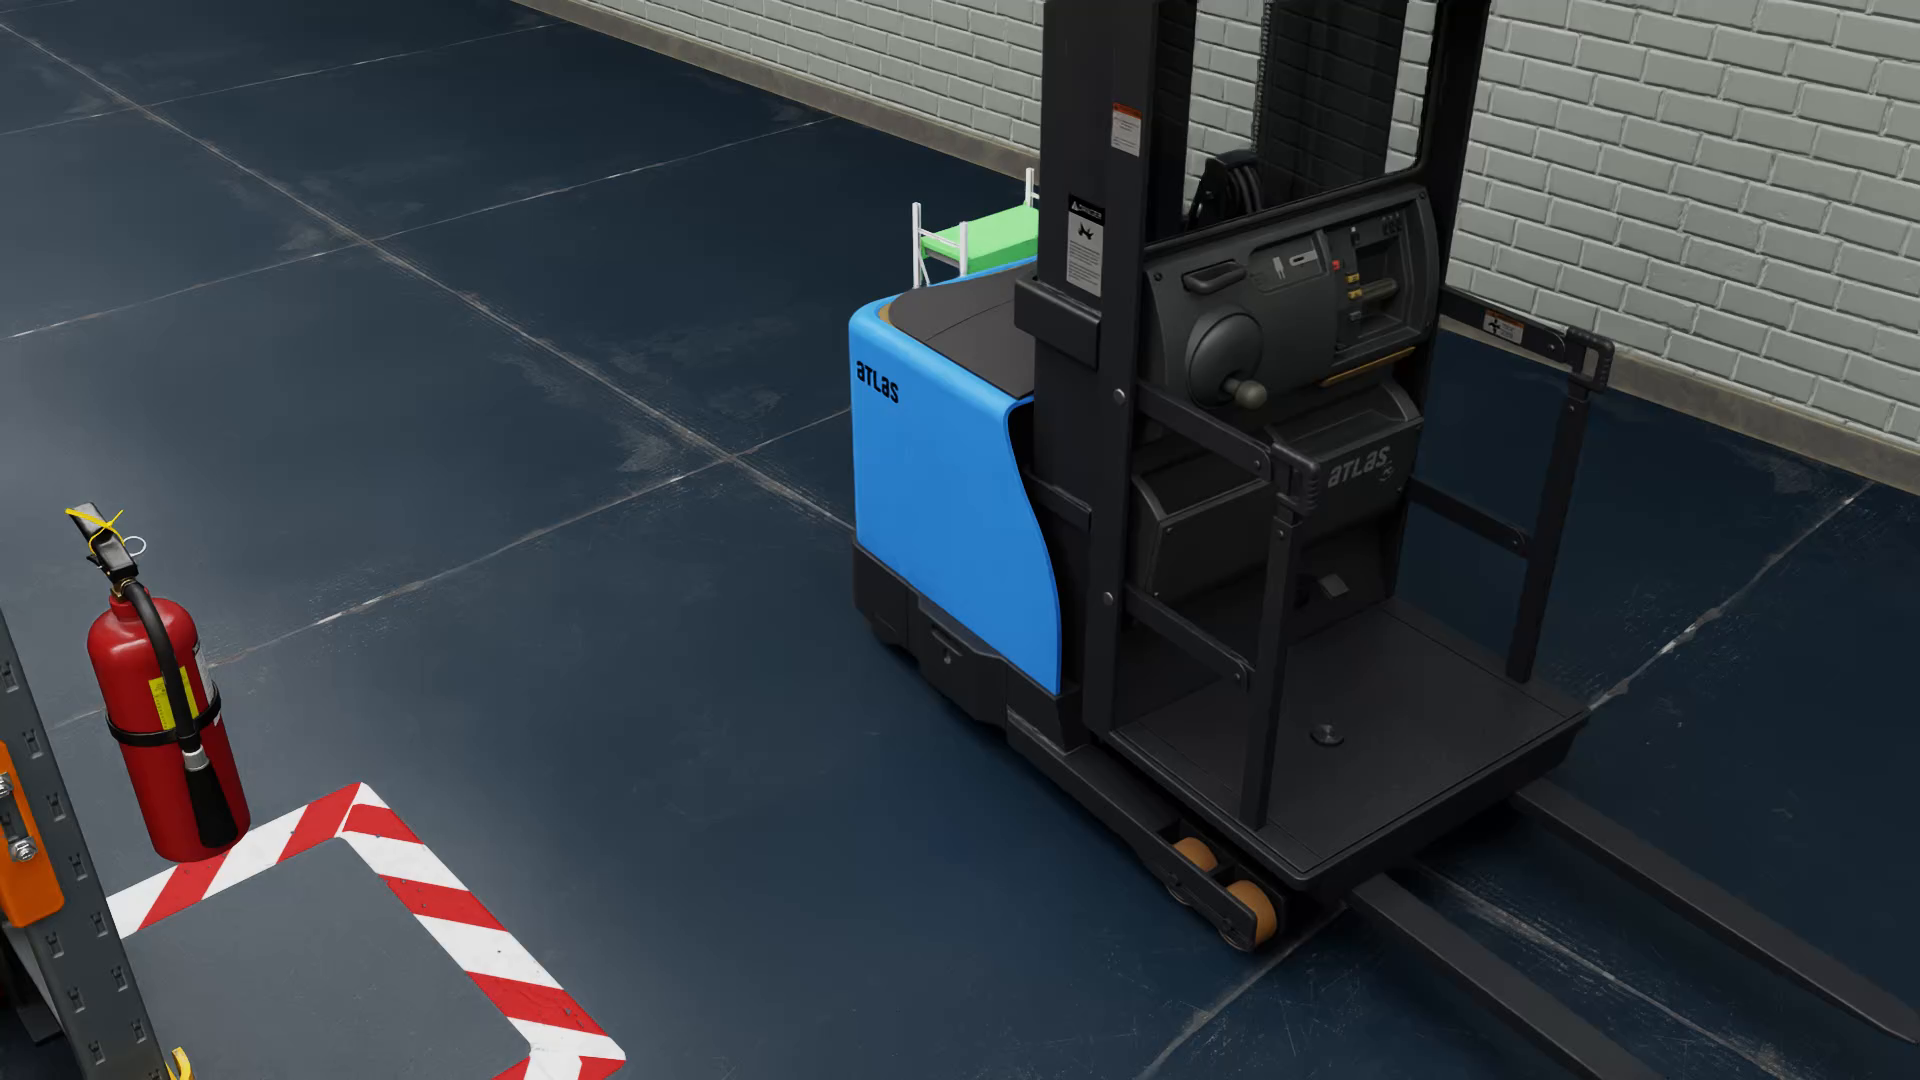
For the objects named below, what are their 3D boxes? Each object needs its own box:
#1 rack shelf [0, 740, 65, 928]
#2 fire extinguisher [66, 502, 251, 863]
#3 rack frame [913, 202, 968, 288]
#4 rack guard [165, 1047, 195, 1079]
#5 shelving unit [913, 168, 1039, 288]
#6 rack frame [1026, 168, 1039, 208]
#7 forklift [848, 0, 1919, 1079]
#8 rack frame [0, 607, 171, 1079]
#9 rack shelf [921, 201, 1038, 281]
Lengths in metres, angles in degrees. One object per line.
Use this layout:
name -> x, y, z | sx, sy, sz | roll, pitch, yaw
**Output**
rack shelf -> -3.361, 0.991, 1.943 | 4.000, 0.370, 1.077 | -26, 40, -35
fire extinguisher -> -1.396, 0.254, 2.891 | 0.183, 0.674, 0.296 | -26, 40, -35
rack frame -> -0.061, -0.488, 5.398 | 0.015, 1.200, 0.240 | -25, 39, -35
rack guard -> -1.950, 1.068, 3.524 | 0.348, 0.500, 1.175 | -26, 40, -35
shelving unit -> 0.120, -0.573, 5.537 | 0.503, 1.200, 0.258 | -25, 39, -35
rack frame -> 0.302, -0.658, 5.676 | 0.015, 1.200, 0.240 | -25, 39, -35
forklift -> 0.936, -0.533, 3.812 | 1.130, 2.935, 3.031 | -21, 37, -30
rack frame -> -1.894, -0.025, 2.916 | 0.127, 3.000, 1.000 | -26, 40, -35
rack shelf -> 0.120, -0.928, 5.320 | 0.480, 0.148, 0.258 | -25, 39, -35
